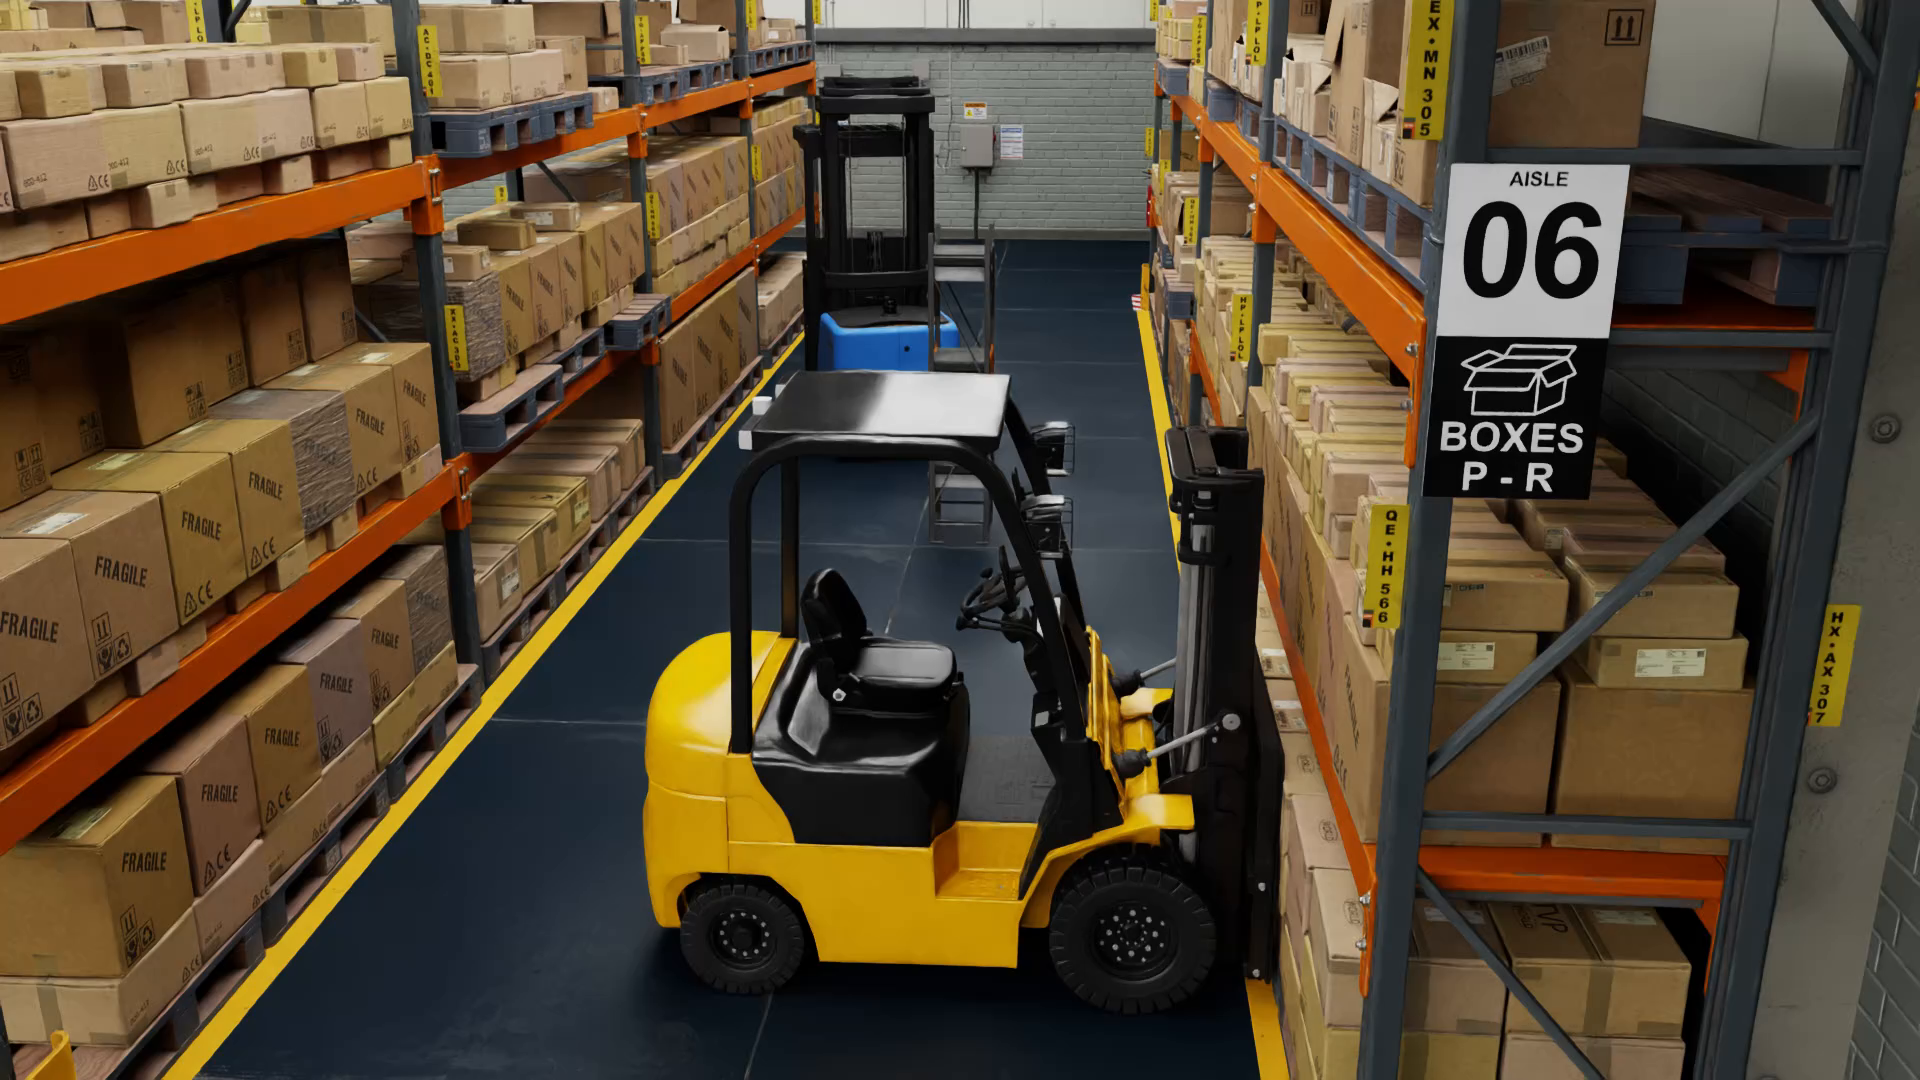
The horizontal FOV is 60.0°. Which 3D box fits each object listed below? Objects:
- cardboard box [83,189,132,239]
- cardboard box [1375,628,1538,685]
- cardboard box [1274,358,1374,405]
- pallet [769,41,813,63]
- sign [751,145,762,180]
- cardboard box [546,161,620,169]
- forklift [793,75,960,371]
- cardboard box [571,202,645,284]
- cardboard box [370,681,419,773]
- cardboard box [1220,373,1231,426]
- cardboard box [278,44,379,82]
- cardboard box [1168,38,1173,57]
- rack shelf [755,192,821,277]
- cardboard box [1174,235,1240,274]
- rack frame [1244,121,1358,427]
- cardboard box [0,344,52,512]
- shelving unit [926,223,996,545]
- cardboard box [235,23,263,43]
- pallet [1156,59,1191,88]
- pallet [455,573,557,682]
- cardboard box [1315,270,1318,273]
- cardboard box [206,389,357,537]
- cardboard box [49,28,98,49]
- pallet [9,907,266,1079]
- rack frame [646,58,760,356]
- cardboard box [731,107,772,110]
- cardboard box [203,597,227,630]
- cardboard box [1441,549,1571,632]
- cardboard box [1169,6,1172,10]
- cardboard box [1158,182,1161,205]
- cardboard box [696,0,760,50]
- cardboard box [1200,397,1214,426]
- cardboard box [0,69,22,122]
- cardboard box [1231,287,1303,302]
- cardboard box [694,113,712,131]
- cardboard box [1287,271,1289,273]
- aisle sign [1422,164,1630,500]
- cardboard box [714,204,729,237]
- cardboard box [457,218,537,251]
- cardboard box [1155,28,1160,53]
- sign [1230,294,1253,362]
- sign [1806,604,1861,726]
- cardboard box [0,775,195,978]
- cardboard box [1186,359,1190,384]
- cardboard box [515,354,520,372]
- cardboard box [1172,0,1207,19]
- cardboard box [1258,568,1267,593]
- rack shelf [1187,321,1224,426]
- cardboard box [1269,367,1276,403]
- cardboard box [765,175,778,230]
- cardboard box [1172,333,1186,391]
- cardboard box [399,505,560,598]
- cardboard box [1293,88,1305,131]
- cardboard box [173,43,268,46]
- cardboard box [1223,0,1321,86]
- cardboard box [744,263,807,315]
[{"bbox_3d":[-3.004,-1.089,5.517,0.380,0.149,0.250,1,18,2],"label":"cardboard box"},{"bbox_3d":[1.354,0.277,4.557,0.380,0.149,0.250,2,18,5],"label":"cardboard box"},{"bbox_3d":[1.518,-0.660,6.939,0.380,0.149,0.250,2,18,5],"label":"cardboard box"},{"bbox_3d":[-2.238,-5.484,18.669,1.003,0.211,1.213,1,18,4],"label":"pallet"},{"bbox_3d":[-1.940,-3.593,15.839,0.100,0.325,0.005,1,18,4],"label":"sign"},{"bbox_3d":[-2.964,-2.696,13.067,0.500,0.500,0.500,2,18,5],"label":"cardboard box"},{"bbox_3d":[-0.814,-2.495,14.329,1.130,2.935,3.031,-4,19,-12],"label":"forklift"},{"bbox_3d":[-2.524,-2.088,11.666,0.500,0.500,0.500,1,18,2],"label":"cardboard box"},{"bbox_3d":[-2.858,0.857,7.730,0.500,0.250,0.500,1,18,2],"label":"cardboard box"},{"bbox_3d":[1.701,-0.743,9.113,0.500,0.250,0.500,1,18,4],"label":"cardboard box"},{"bbox_3d":[-2.803,-2.104,7.333,0.380,0.149,0.250,1,18,3],"label":"cardboard box"},{"bbox_3d":[1.974,-4.212,14.211,0.380,0.149,0.250,2,18,5],"label":"cardboard box"},{"bbox_3d":[-2.339,-3.369,18.042,1.077,0.370,4.000,1,18,4],"label":"rack shelf"},{"bbox_3d":[1.935,-2.201,12.888,0.500,0.250,0.500,0,18,1],"label":"cardboard box"},{"bbox_3d":[1.896,-0.495,8.117,1.000,3.000,0.127,1,18,4],"label":"rack frame"},{"bbox_3d":[-3.480,-0.347,5.421,0.700,0.500,0.500,1,18,4],"label":"cardboard box"},{"bbox_3d":[0.012,-1.049,11.253,0.431,2.100,0.503,1,18,4],"label":"shelving unit"},{"bbox_3d":[-7.153,-4.904,16.194,0.500,0.250,0.500,2,18,6],"label":"cardboard box"},{"bbox_3d":[2.352,-4.115,14.649,1.213,0.211,1.003,1,18,4],"label":"pallet"},{"bbox_3d":[-3.001,0.478,9.624,1.003,0.211,1.213,1,18,4],"label":"pallet"},{"bbox_3d":[2.395,-1.588,10.251,0.380,0.149,0.250,1,18,3],"label":"cardboard box"},{"bbox_3d":[-2.902,-0.329,6.971,0.500,0.500,0.500,2,18,5],"label":"cardboard box"},{"bbox_3d":[-7.348,-3.882,13.474,0.500,0.500,0.500,1,18,4],"label":"cardboard box"},{"bbox_3d":[-3.243,1.687,5.934,1.003,0.211,1.213,1,18,4],"label":"pallet"},{"bbox_3d":[-2.482,-3.090,16.034,1.000,3.000,0.127,1,18,4],"label":"rack frame"},{"bbox_3d":[-2.159,-4.410,17.258,0.380,0.149,0.250,1,18,4],"label":"cardboard box"},{"bbox_3d":[-3.000,0.254,6.233,0.380,0.149,0.250,2,18,6],"label":"cardboard box"},{"bbox_3d":[1.424,0.134,4.517,0.380,0.149,0.250,1,18,4],"label":"cardboard box"},{"bbox_3d":[2.337,-5.190,16.588,0.500,0.250,0.500,2,18,5],"label":"cardboard box"},{"bbox_3d":[2.370,-3.684,17.612,0.500,0.250,0.500,1,18,2],"label":"cardboard box"},{"bbox_3d":[-2.230,-4.988,16.014,0.500,0.500,0.500,2,18,5],"label":"cardboard box"},{"bbox_3d":[2.124,-0.615,11.623,0.875,0.625,0.625,2,18,6],"label":"cardboard box"},{"bbox_3d":[-3.032,-1.308,4.904,0.380,0.149,0.250,1,18,4],"label":"cardboard box"},{"bbox_3d":[1.761,-1.360,9.553,0.380,0.149,0.250,1,18,4],"label":"cardboard box"},{"bbox_3d":[-2.650,-4.103,16.318,0.380,0.149,0.250,2,18,5],"label":"cardboard box"},{"bbox_3d":[2.392,-1.599,10.925,0.500,0.250,0.500,1,18,4],"label":"cardboard box"},{"bbox_3d":[1.311,-0.474,3.879,0.394,0.787,0.004,1,18,4],"label":"aisle sign"},{"bbox_3d":[-2.331,-2.797,14.580,0.500,0.250,0.500,2,18,5],"label":"cardboard box"},{"bbox_3d":[-2.694,-1.779,9.682,0.380,0.149,0.250,2,18,7],"label":"cardboard box"},{"bbox_3d":[2.451,-5.586,18.599,0.500,0.250,0.500,1,18,3],"label":"cardboard box"},{"bbox_3d":[1.354,-1.017,7.977,0.100,0.325,0.005,1,18,4],"label":"sign"},{"bbox_3d":[2.162,0.312,4.135,0.100,0.325,0.005,1,18,4],"label":"sign"},{"bbox_3d":[-3.008,1.136,5.675,0.500,0.500,0.500,1,18,2],"label":"cardboard box"},{"bbox_3d":[1.954,-1.302,12.878,0.380,0.149,0.250,0,18,1],"label":"cardboard box"},{"bbox_3d":[-2.730,-1.017,9.438,0.380,0.149,0.250,2,18,7],"label":"cardboard box"},{"bbox_3d":[2.099,-4.785,14.818,0.396,0.266,0.258,1,18,3],"label":"cardboard box"},{"bbox_3d":[1.548,0.280,7.887,0.500,0.250,0.500,1,18,3],"label":"cardboard box"},{"bbox_3d":[2.039,-0.775,10.125,1.077,0.370,4.000,1,18,4],"label":"rack shelf"},{"bbox_3d":[1.593,-0.677,7.471,0.380,0.149,0.250,2,18,5],"label":"cardboard box"},{"bbox_3d":[-2.147,-3.433,16.923,0.500,0.500,0.500,1,18,4],"label":"cardboard box"},{"bbox_3d":[2.141,-1.526,14.602,0.500,0.500,0.500,1,18,2],"label":"cardboard box"},{"bbox_3d":[-2.972,0.058,9.974,0.950,0.372,0.625,2,18,7],"label":"cardboard box"},{"bbox_3d":[1.505,-1.677,6.475,0.380,0.149,0.250,2,18,6],"label":"cardboard box"},{"bbox_3d":[-3.404,-2.199,7.623,0.380,0.149,0.250,1,18,3],"label":"cardboard box"},{"bbox_3d":[1.814,-2.922,9.710,0.500,0.500,0.500,2,18,5],"label":"cardboard box"},{"bbox_3d":[-2.200,-2.822,18.659,0.875,0.438,0.875,2,18,5],"label":"cardboard box"}]
